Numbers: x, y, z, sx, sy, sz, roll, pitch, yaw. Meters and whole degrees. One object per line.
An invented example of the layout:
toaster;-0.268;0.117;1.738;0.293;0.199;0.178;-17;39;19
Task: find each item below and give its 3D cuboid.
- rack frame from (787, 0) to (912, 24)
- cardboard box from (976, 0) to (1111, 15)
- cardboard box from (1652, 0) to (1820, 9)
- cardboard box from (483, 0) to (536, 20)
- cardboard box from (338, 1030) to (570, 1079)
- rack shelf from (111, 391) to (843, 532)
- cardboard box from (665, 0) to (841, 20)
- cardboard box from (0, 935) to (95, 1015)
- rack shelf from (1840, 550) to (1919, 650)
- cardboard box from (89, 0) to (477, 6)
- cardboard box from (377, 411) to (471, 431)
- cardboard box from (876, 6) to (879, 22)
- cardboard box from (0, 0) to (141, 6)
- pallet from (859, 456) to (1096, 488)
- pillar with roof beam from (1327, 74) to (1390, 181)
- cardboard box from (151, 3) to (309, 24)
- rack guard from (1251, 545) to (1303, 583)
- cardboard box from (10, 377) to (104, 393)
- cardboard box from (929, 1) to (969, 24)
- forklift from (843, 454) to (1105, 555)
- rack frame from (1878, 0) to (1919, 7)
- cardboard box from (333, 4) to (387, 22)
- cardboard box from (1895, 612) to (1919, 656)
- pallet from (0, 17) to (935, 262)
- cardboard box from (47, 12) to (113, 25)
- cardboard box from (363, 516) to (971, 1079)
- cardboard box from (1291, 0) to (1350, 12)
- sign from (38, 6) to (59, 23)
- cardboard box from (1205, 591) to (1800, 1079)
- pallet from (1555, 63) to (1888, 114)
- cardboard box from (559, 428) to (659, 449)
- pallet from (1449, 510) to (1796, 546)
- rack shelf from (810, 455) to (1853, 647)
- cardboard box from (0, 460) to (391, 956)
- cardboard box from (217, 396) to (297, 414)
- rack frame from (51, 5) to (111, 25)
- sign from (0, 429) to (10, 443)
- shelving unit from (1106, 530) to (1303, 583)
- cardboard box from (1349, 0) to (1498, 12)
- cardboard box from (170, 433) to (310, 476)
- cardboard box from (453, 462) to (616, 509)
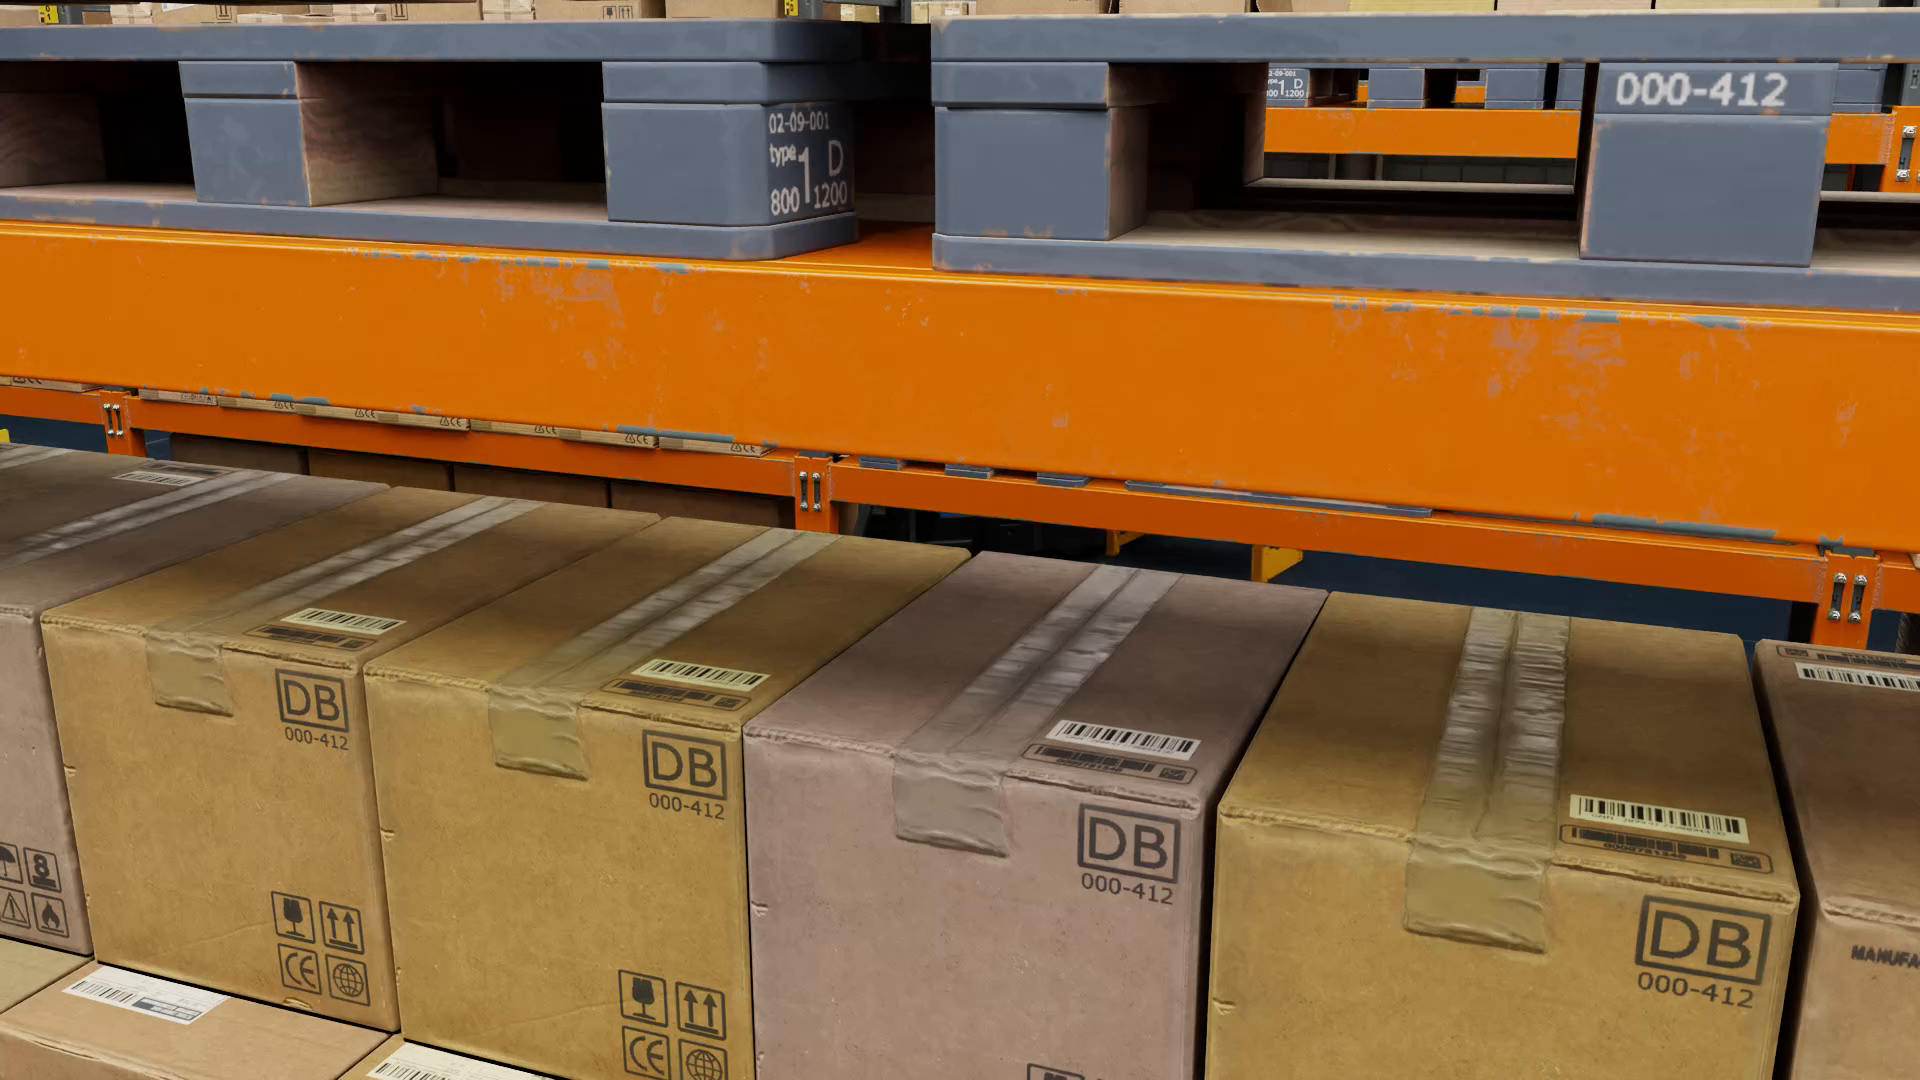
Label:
rack frame;-0.456;-3.534;6.705;0.127;3.000;1.000;6;17;21
cardboard box;0.422;-2.042;6.767;0.500;0.500;0.700;6;17;21
cardboard box;2.668;-1.836;5.753;0.500;0.250;0.500;6;17;20
cardboard box;-1.866;-2.281;7.257;0.258;0.266;0.396;6;17;19
cardboard box;-0.454;0.864;2.138;0.500;0.500;0.500;6;17;20
rack shelf;-2.317;-0.512;8.347;4.000;0.370;1.077;6;17;21
cardboard box;-0.862;-2.344;7.049;0.637;0.503;0.797;5;17;17
cardboard box;-1.386;0.761;2.494;0.500;0.500;0.500;6;17;20
rack shelf;5.125;0.307;5.528;4.000;0.370;1.077;6;17;21
cardboard box;-1.096;-0.977;2.506;0.500;0.311;0.500;6;17;21
cardboard box;-2.450;-0.714;8.021;0.500;0.250;0.500;6;17;20
cardboard box;-0.594;-3.911;12.369;0.250;0.149;0.380;7;17;22
cardboard box;-1.541;-0.932;2.611;0.250;0.166;0.380;6;17;21
pallet;0.246;-0.515;7.413;1.003;0.211;1.213;6;17;21
pillar with roof beam;1.325;-3.805;7.641;0.400;9.000;9.100;6;17;21
cardboard box;-3.464;-2.587;7.891;0.500;0.500;0.500;6;17;20
rack guard;1.917;0.062;10.011;0.087;0.250;0.587;11;20;34
cardboard box;-4.703;-1.091;8.872;0.500;0.500;0.500;6;17;21
cardboard box;-0.039;-3.709;11.711;0.250;0.149;0.380;6;17;19
forklift;-0.666;-1.361;10.104;3.031;2.935;1.130;-3;17;-11
rack frame;3.265;-3.125;5.296;0.127;3.000;1.000;6;17;21
cardboard box;-2.606;-2.362;7.537;0.258;0.266;0.396;8;18;25
cardboard box;3.913;0.506;6.384;0.500;0.500;0.500;6;17;20
pallet;-0.519;-0.543;2.121;1.213;0.211;1.003;7;18;23
cardboard box;-4.648;-2.915;8.842;0.500;0.500;0.500;7;17;22
cardboard box;-0.340;0.317;2.228;0.500;0.500;0.700;6;17;20
cardboard box;2.452;-3.516;10.912;0.500;0.500;0.700;6;17;20
sign;-4.380;-2.645;7.954;0.005;0.325;0.100;6;17;21
cardboard box;0.599;0.421;1.870;0.500;0.500;0.700;6;17;20
pallet;2.729;-1.685;6.053;1.003;0.211;1.213;6;17;21
cardboard box;-1.503;-0.613;7.675;0.500;0.250;0.500;7;17;22
pallet;2.607;-0.267;6.558;1.213;0.211;1.003;6;17;21
rack shelf;1.404;-0.103;6.937;4.000;0.370;1.077;6;17;21
cardboard box;-1.294;0.213;2.587;0.500;0.500;0.700;6;17;20
cardboard box;-3.383;-0.824;8.400;0.500;0.250;0.500;6;17;19
rack frame;-4.177;-3.943;8.115;0.127;3.000;1.000;6;17;21
sign;-1.978;-0.059;3.420;0.005;0.325;0.100;6;17;21
shelving unit;1.511;-0.619;10.115;1.083;1.500;0.587;11;20;34
cardboard box;1.725;-1.941;6.116;0.500;0.250;0.500;7;17;21
cardboard box;-3.571;-0.201;9.042;0.875;0.875;0.875;7;18;22
cardboard box;-1.897;-0.019;8.415;0.875;0.875;0.875;7;17;21
